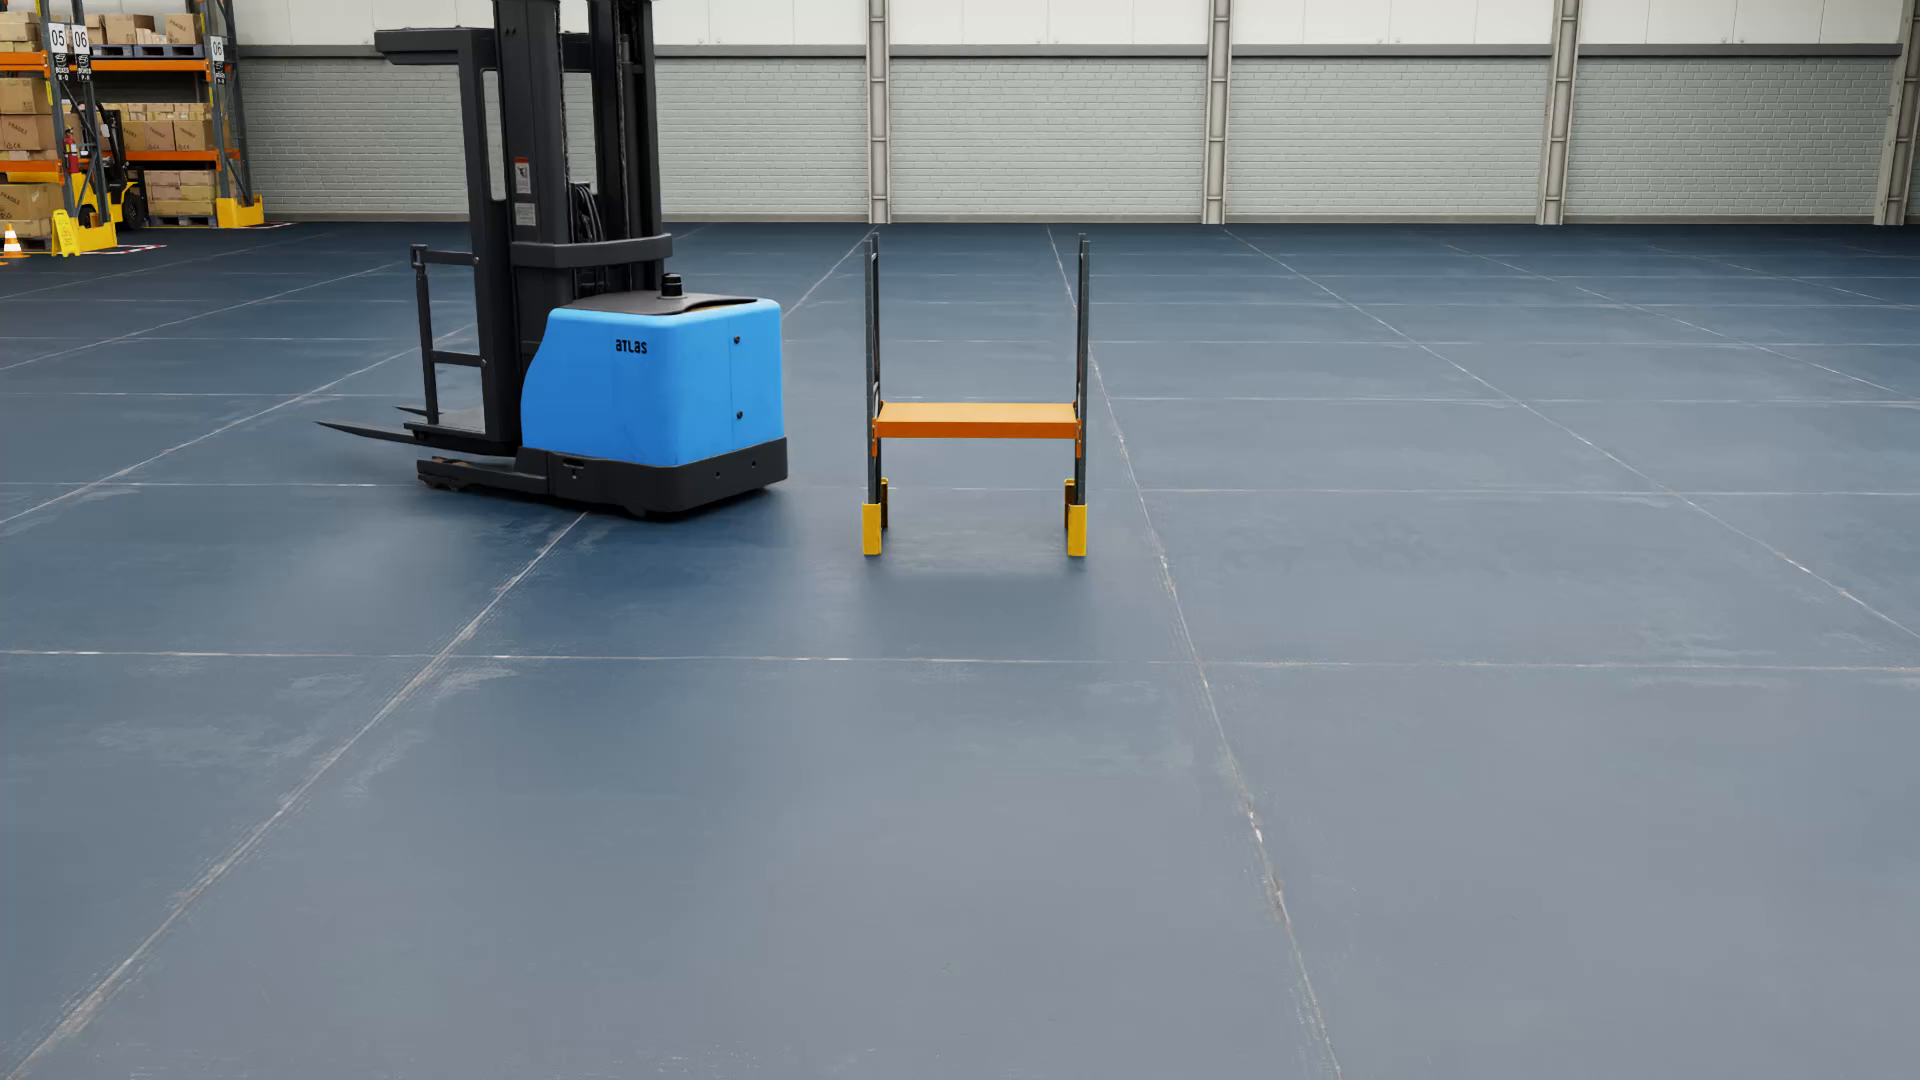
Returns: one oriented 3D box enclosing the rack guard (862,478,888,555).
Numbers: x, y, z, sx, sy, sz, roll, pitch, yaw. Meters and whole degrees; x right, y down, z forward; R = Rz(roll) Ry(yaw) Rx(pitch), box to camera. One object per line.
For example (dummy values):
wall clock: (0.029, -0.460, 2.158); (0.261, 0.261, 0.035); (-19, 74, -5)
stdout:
rack guard: (-0.422, -0.124, 8.318); (0.087, 0.250, 0.587); (0, 15, 1)

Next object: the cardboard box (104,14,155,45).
cardboard box: (-14.238, -8.758, 28.560); (0.500, 0.500, 0.700); (0, 15, 2)

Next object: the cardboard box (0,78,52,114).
cardboard box: (-13.407, -6.392, 23.949); (0.500, 0.500, 0.700); (0, 15, 0)

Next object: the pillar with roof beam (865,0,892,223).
pillar with roof beam: (-1.555, -8.994, 24.789); (0.400, 9.000, 9.100); (0, 15, 1)

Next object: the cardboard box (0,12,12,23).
cardboard box: (-13.494, -7.422, 23.640); (0.250, 0.149, 0.380); (1, 15, 2)

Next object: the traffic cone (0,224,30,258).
traffic cone: (-13.354, -4.216, 23.413); (0.334, 0.463, 0.336); (0, 15, 1)

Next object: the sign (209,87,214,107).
sign: (-12.796, -7.571, 28.422); (0.005, 0.325, 0.100); (0, 15, 1)

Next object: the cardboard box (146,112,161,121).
cardboard box: (-13.883, -7.343, 28.826); (0.250, 0.149, 0.380); (0, 15, 1)

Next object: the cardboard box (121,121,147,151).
cardboard box: (-14.297, -7.028, 28.904); (0.500, 0.500, 0.500); (0, 15, 0)

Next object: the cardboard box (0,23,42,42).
cardboard box: (-13.410, -7.225, 23.677); (0.500, 0.250, 0.500); (0, 15, 1)

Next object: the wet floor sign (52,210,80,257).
wet floor sign: (-12.729, -4.356, 23.587); (0.232, 0.644, 0.267); (6, 16, 21)

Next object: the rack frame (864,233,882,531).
rack frame: (-0.423, -0.728, 8.159); (0.032, 1.500, 0.500); (0, 15, 1)

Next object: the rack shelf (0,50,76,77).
rack shelf: (-14.890, -6.884, 24.084); (4.000, 0.370, 1.077); (0, 15, 1)

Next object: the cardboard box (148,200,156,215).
cardboard box: (-14.243, -5.842, 29.170); (0.500, 0.250, 0.500); (1, 15, 2)

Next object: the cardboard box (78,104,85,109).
cardboard box: (-15.166, -7.501, 28.839); (0.250, 0.149, 0.380); (0, 15, 1)

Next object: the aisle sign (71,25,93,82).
aisle sign: (-12.821, -7.105, 24.292); (0.004, 0.787, 0.394); (0, 15, 1)

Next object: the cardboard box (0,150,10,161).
cardboard box: (-13.782, -5.576, 24.087); (0.250, 0.149, 0.380); (0, 15, 0)

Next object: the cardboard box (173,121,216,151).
cardboard box: (-13.267, -7.019, 28.870); (0.500, 0.500, 0.500); (0, 15, 0)

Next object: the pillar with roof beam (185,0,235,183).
pillar with roof beam: (-13.551, -9.072, 25.086); (0.400, 9.000, 9.100); (0, 15, 1)

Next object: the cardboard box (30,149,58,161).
cardboard box: (-13.270, -5.595, 24.161); (0.250, 0.149, 0.380); (1, 15, 3)

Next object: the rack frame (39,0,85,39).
rack frame: (-12.891, -8.670, 23.561); (0.127, 3.000, 1.000); (0, 15, 1)

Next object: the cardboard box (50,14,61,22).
cardboard box: (-13.241, -7.538, 24.080); (0.250, 0.149, 0.380); (0, 15, 1)

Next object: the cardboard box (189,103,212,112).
cardboard box: (-13.132, -7.489, 28.796); (0.250, 0.149, 0.380); (0, 15, 2)

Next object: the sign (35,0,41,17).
sign: (-12.925, -7.506, 23.294); (0.005, 0.325, 0.100); (0, 15, 1)

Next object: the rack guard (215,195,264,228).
rack guard: (-12.744, -5.826, 29.442); (0.348, 0.500, 1.175); (0, 15, 1)

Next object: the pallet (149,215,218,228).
pallet: (-13.534, -5.681, 29.458); (1.213, 0.211, 1.003); (0, 15, 1)

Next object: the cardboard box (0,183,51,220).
cardboard box: (-13.699, -4.944, 24.295); (0.500, 0.500, 0.500); (0, 15, 2)

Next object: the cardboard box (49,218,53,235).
cardboard box: (-13.690, -4.718, 24.910); (0.500, 0.250, 0.500); (0, 15, 1)

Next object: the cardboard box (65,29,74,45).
cardboard box: (-15.291, -8.611, 28.461); (0.258, 0.266, 0.396); (0, 15, 0)

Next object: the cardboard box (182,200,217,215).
cardboard box: (-13.246, -5.831, 29.127); (0.500, 0.250, 0.500); (0, 15, 2)

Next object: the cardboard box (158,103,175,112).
cardboard box: (-13.641, -7.478, 28.752); (0.250, 0.149, 0.380); (1, 15, 3)

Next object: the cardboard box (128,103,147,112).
cardboard box: (-14.151, -7.472, 28.729); (0.250, 0.149, 0.380); (1, 15, 3)

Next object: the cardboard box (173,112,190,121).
cardboard box: (-13.378, -7.322, 28.744); (0.250, 0.149, 0.380); (1, 15, 2)

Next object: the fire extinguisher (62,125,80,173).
fire extinguisher: (-12.788, -5.613, 23.888); (0.183, 0.674, 0.296); (0, 15, 1)

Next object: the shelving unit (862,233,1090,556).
shelving unit: (0.076, -0.725, 8.147); (1.083, 1.500, 0.587); (0, 15, 1)

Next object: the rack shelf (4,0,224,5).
rack shelf: (-14.767, -9.407, 28.551); (4.000, 0.370, 1.077); (0, 15, 1)

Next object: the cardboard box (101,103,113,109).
cardboard box: (-14.665, -7.498, 28.828); (0.250, 0.149, 0.380); (1, 15, 2)

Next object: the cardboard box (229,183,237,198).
cardboard box: (-13.233, -6.206, 29.570); (0.500, 0.250, 0.500); (1, 15, 2)

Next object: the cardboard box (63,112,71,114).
cardboard box: (-15.428, -7.335, 28.795); (0.250, 0.149, 0.380); (0, 15, 1)

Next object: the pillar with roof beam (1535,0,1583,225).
pillar with roof beam: (10.441, -8.916, 24.493); (0.400, 9.000, 9.100); (0, 15, 1)

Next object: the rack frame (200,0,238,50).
rack frame: (-12.768, -9.936, 28.359); (0.127, 3.000, 1.000); (0, 15, 1)

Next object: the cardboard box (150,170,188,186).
cardboard box: (-13.747, -6.317, 29.010); (0.500, 0.250, 0.500); (1, 15, 2)

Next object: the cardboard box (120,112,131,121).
cardboard box: (-14.405, -7.330, 28.774); (0.250, 0.149, 0.380); (0, 15, 2)

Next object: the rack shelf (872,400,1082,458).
rack shelf: (0.085, -0.551, 8.192); (1.000, 0.185, 0.538); (0, 15, 1)

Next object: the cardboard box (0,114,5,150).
cardboard box: (-13.941, -5.899, 24.039); (0.500, 0.500, 0.500); (0, 15, 2)

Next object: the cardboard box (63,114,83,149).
cardboard box: (-13.358, -6.035, 24.555); (0.500, 0.500, 0.500); (0, 15, 1)

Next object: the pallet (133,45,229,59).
pallet: (-13.474, -8.454, 28.795); (1.213, 0.211, 1.003); (0, 15, 1)

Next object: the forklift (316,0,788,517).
forklift: (-2.495, -1.797, 9.405); (3.031, 2.935, 1.130); (9, 17, 31)

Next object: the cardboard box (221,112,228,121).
cardboard box: (-13.101, -7.465, 29.288); (0.250, 0.149, 0.380); (0, 15, 0)

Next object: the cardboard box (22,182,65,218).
cardboard box: (-13.714, -5.081, 24.815); (0.500, 0.500, 0.500); (0, 15, 0)

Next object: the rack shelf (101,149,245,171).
rack shelf: (-14.767, -6.700, 29.265); (4.000, 0.370, 1.077); (0, 15, 1)

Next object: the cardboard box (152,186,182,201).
cardboard box: (-13.764, -6.080, 29.090); (0.500, 0.250, 0.500); (0, 15, 1)

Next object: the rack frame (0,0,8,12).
rack frame: (-16.767, -9.962, 28.457); (0.127, 3.000, 1.000); (0, 15, 1)

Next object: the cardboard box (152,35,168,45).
cardboard box: (-13.604, -8.543, 28.434); (0.250, 0.149, 0.380); (0, 15, 0)

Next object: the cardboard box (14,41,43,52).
cardboard box: (-13.255, -7.029, 23.714); (0.250, 0.149, 0.380); (0, 15, 2)
